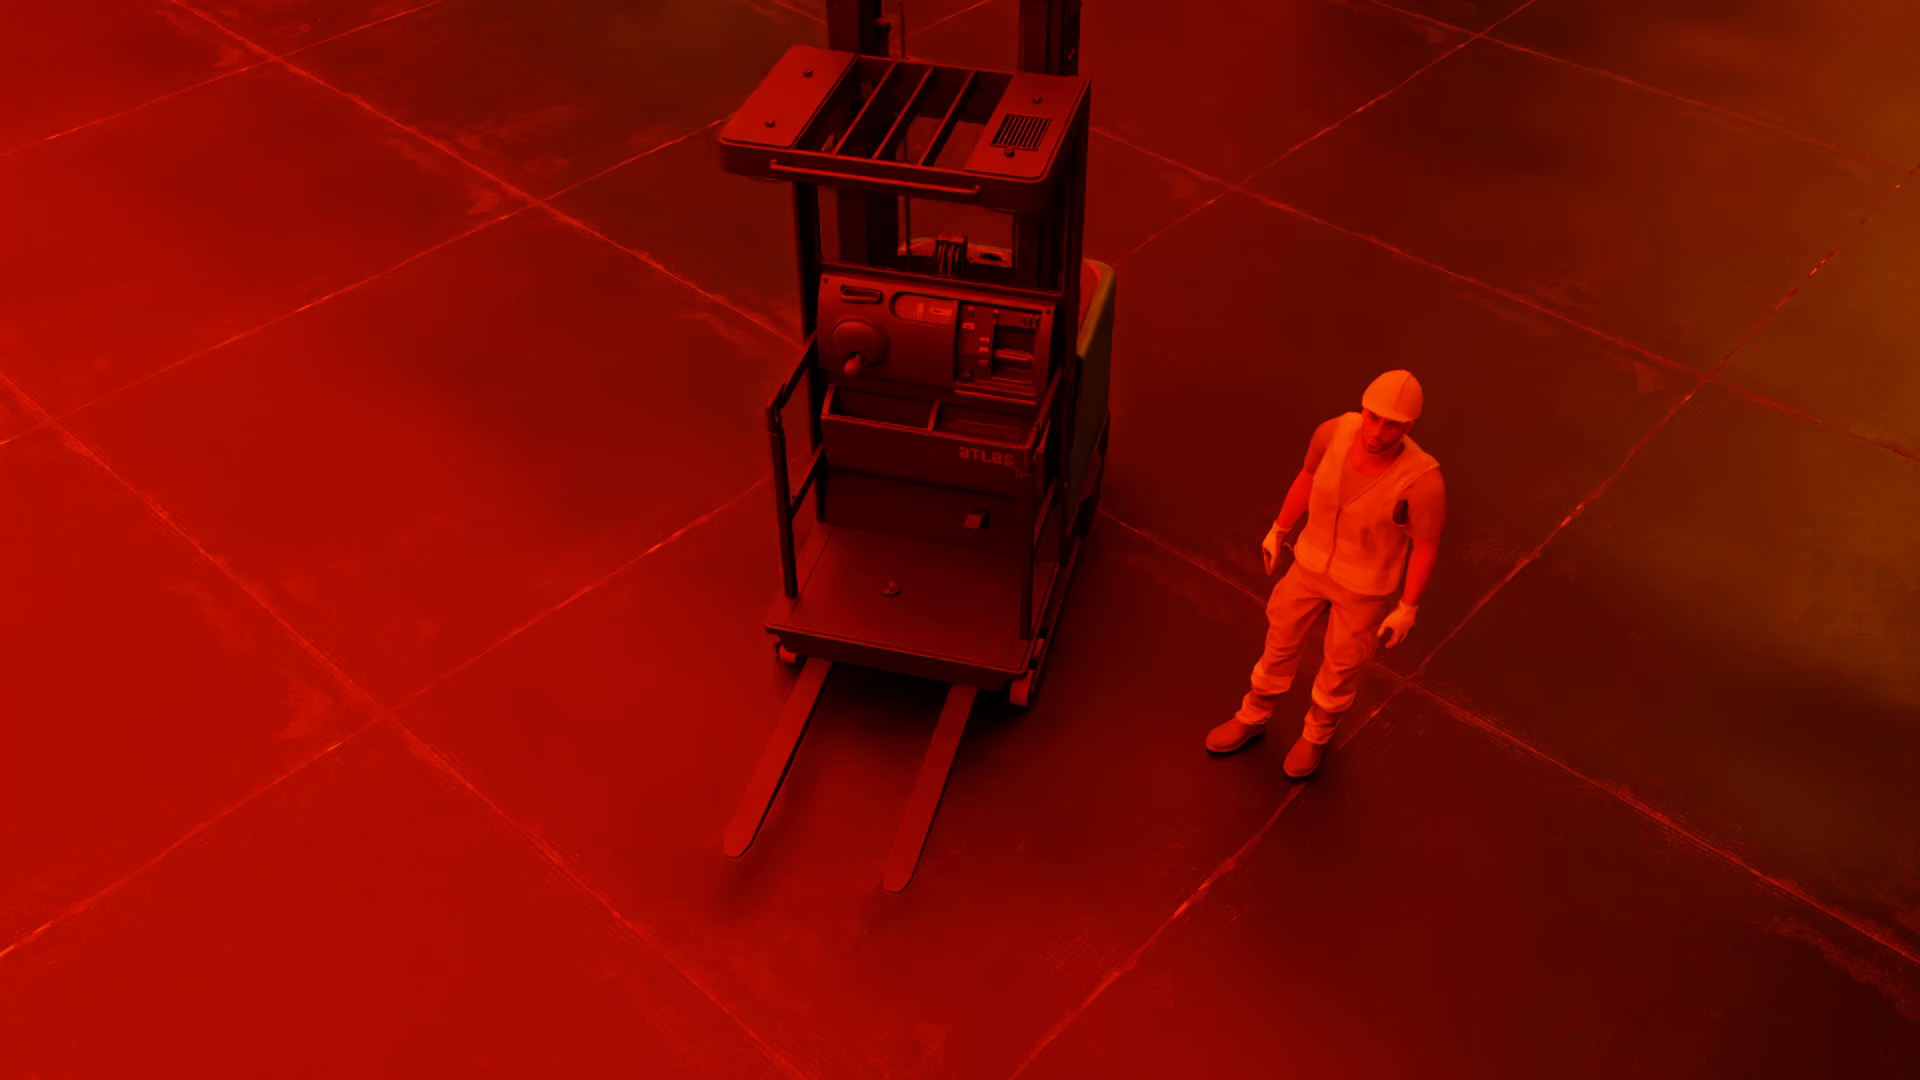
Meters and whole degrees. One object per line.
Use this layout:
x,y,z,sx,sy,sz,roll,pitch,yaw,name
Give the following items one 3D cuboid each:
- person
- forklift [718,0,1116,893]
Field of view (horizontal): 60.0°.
1.363,0.163,6.108,0.647,1.793,0.542,31,49,31,person
-0.152,-0.703,6.248,1.130,2.935,3.031,10,42,11,forklift
